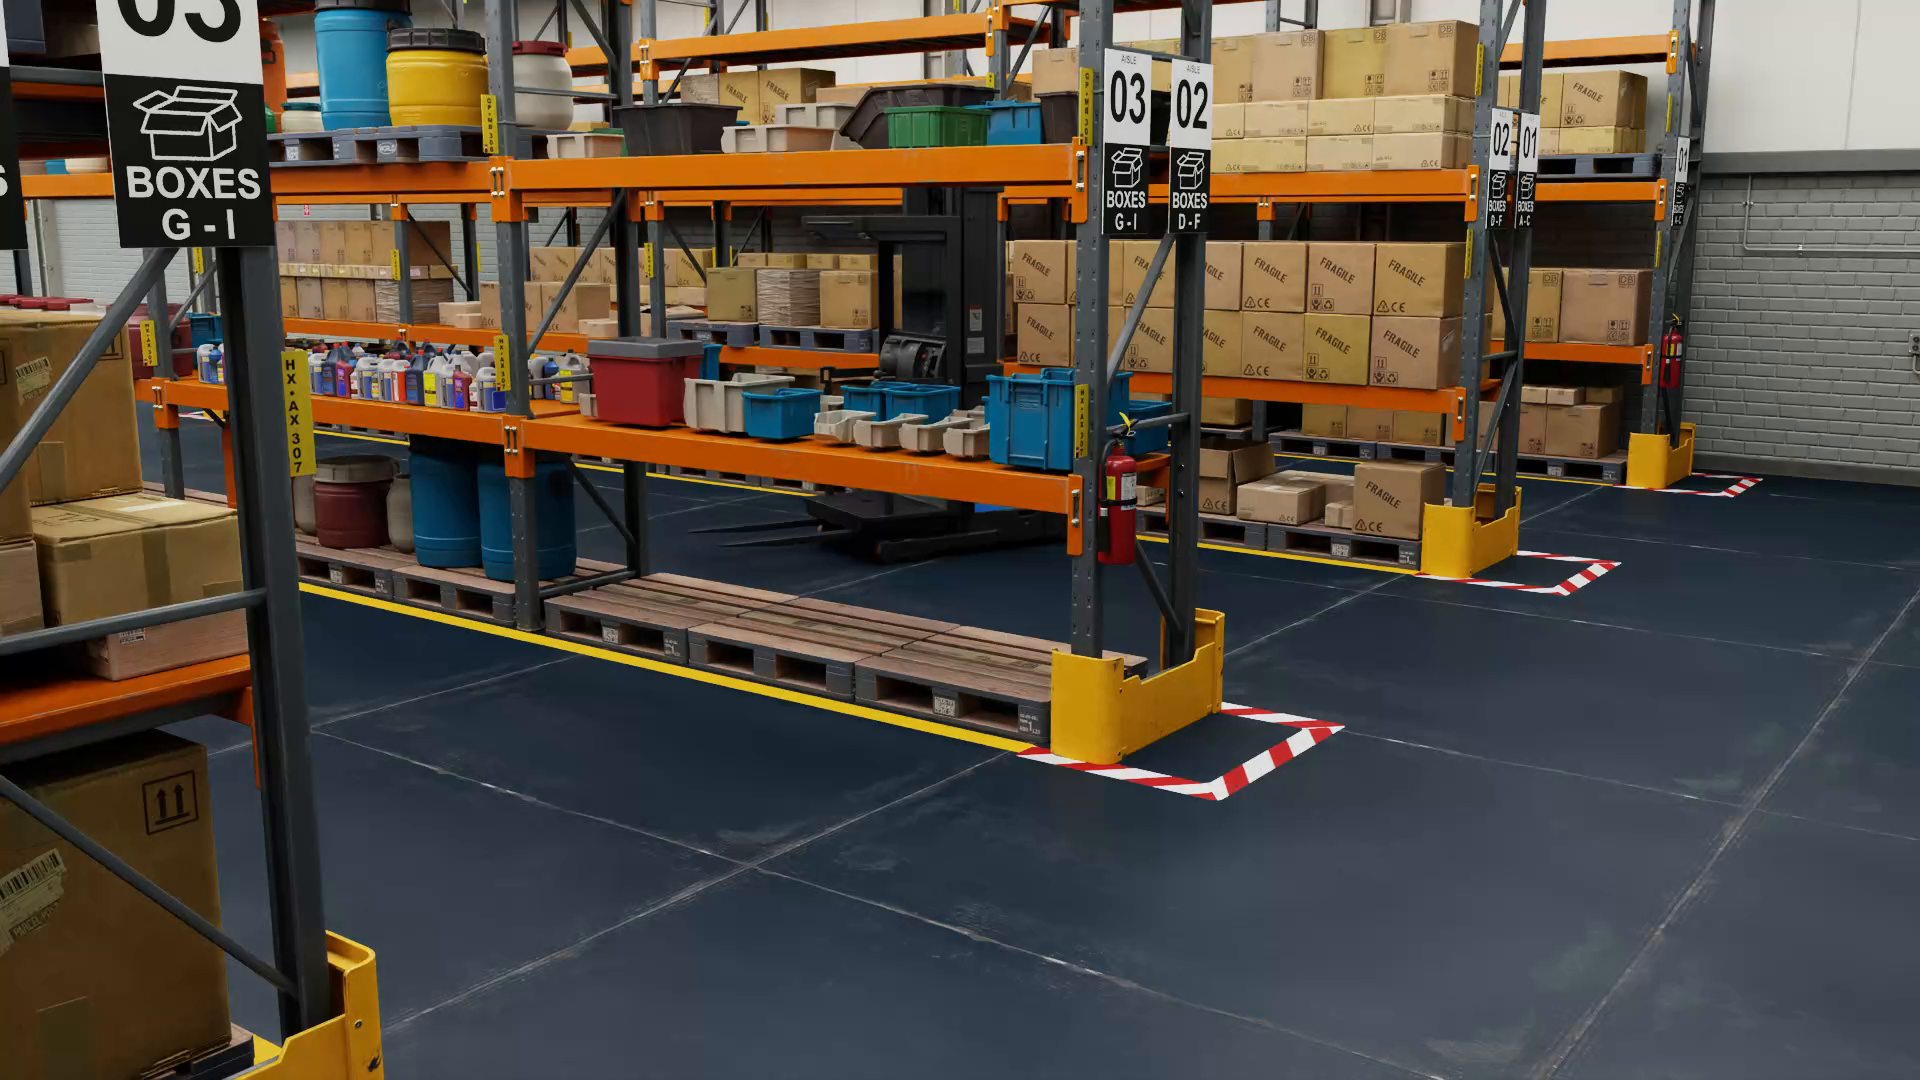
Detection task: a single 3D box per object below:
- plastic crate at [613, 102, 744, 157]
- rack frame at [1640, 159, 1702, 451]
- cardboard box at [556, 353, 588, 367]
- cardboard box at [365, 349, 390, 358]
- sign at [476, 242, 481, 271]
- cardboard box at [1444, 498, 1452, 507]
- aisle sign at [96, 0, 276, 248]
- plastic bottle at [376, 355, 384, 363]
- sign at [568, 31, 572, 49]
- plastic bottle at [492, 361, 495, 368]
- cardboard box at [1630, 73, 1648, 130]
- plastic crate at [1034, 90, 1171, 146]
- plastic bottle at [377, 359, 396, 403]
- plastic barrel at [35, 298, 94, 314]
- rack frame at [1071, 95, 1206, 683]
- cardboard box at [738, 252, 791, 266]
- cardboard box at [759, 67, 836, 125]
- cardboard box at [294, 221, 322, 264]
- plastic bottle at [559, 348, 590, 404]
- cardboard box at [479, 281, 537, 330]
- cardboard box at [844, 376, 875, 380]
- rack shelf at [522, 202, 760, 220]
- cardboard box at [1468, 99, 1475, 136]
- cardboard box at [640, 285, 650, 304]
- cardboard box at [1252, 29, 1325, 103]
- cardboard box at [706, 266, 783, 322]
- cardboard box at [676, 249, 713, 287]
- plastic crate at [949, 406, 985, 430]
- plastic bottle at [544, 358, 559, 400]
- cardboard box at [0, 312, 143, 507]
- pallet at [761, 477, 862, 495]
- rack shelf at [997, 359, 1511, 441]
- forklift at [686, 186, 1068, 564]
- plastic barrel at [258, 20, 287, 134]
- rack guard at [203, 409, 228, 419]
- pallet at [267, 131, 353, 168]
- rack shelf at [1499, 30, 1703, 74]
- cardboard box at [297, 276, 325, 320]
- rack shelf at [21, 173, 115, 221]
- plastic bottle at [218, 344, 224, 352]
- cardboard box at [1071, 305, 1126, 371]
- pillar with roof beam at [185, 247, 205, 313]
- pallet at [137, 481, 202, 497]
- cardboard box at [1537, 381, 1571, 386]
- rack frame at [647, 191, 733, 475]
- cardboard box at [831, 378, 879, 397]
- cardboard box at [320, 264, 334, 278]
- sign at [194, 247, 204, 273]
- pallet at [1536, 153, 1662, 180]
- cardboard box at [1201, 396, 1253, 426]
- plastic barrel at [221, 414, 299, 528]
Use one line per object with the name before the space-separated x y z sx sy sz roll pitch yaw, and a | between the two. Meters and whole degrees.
plastic crate | -1.526 -2.216 9.032 0.590 0.269 0.497 8 13 36
rack frame | 6.723 -2.056 15.758 0.127 3.000 1.000 8 13 36
cardboard box | -5.669 -2.659 24.797 0.500 0.311 0.500 6 13 29
cardboard box | -6.778 -1.947 19.356 0.500 0.500 0.500 8 13 36
sign | -5.565 -3.260 19.142 0.005 0.325 0.100 8 13 36
cardboard box | 3.660 -0.213 12.580 0.250 0.149 0.380 8 13 36
aisle sign | -1.837 -1.095 3.948 0.004 0.787 0.394 8 13 36
plastic bottle | -4.193 -1.242 12.077 0.097 0.201 0.097 0 11 0
sign | -5.828 -7.419 24.810 0.005 0.325 0.100 8 13 36
plastic bottle | -3.124 -1.138 11.321 0.133 0.283 0.061 8 13 36
cardboard box | 6.277 -4.197 15.982 0.500 0.500 0.500 7 13 33
plastic crate | 0.713 -2.033 8.090 0.590 0.269 0.497 8 13 36
plastic bottle | -3.684 -1.036 10.812 0.135 0.276 0.152 8 13 36
plastic barrel | -7.232 -1.683 13.472 0.433 0.535 0.433 0 11 0
rack frame | 0.859 -0.539 7.919 0.127 3.000 1.000 8 13 36
cardboard box | -2.559 -3.607 22.358 0.500 0.500 0.700 8 14 36
cardboard box | -1.484 -4.044 15.245 0.500 0.500 0.500 8 13 36
cardboard box | -7.453 -3.550 19.805 0.500 0.500 0.700 8 14 36
plastic bottle | -2.490 -1.058 10.732 0.185 0.351 0.144 8 13 36
cardboard box | -4.844 -2.547 18.035 0.500 0.500 0.500 9 14 40
cardboard box | -1.100 -2.144 21.638 0.500 0.500 0.700 8 13 35
rack shelf | -4.561 -4.749 23.678 4.000 0.370 1.077 8 13 36
cardboard box | 3.534 -3.039 12.023 0.500 0.250 0.500 8 13 36
cardboard box | -4.322 -3.459 23.356 0.500 0.250 0.500 8 13 35
cardboard box | 2.551 -3.474 12.296 0.500 0.500 0.700 8 13 36
cardboard box | -2.080 -2.398 16.159 0.500 0.500 0.700 3 11 17
cardboard box | -3.513 -3.715 22.703 0.500 0.500 0.500 8 13 35
plastic crate | 0.098 -0.642 8.988 0.298 0.136 0.250 8 13 36
plastic bottle | -2.698 -1.068 10.993 0.097 0.271 0.097 0 11 0
cardboard box | -2.703 -0.373 4.697 0.500 0.500 0.500 8 13 34
pallet | -1.096 -0.600 15.577 1.213 0.211 1.003 8 13 36
rack shelf | 2.182 -1.169 13.067 4.000 0.370 1.077 8 13 36
forklift | -0.537 -1.379 12.443 3.031 2.935 1.130 -6 13 -30
plastic barrel | -5.134 -3.264 11.870 0.708 0.830 0.600 8 13 36
rack guard | -9.122 -1.871 21.386 0.348 0.500 1.175 8 13 36
pallet | -3.971 -2.569 11.011 1.213 0.211 1.003 8 13 36
rack shelf | 5.111 -4.676 16.457 4.000 0.370 1.077 8 13 36
cardboard box | -7.484 -2.917 19.946 0.500 0.500 0.700 8 14 37
rack shelf | -7.201 -2.783 13.513 4.000 0.370 1.077 8 13 36
plastic bottle | -5.342 -1.303 12.193 0.135 0.276 0.152 8 13 36
cardboard box | 1.234 -1.640 13.344 0.500 0.500 0.500 8 14 37
pillar with roof beam | -17.317 -7.544 28.331 0.548 9.000 9.100 8 13 36
pallet | -7.170 -0.300 14.023 1.213 0.211 1.003 8 13 36
cardboard box | 5.910 -1.490 16.601 0.250 0.149 0.380 8 14 36
rack frame | -2.654 -2.196 16.485 0.127 3.000 1.000 8 13 36
cardboard box | -0.887 -1.364 15.631 0.500 0.250 0.500 8 13 34
cardboard box | -7.247 -3.154 19.466 0.250 0.149 0.380 8 14 37
sign | -9.436 -3.475 20.609 0.005 0.325 0.100 8 13 36
pallet | 6.119 -3.567 15.905 1.213 0.211 1.003 8 13 36
cardboard box | 2.898 -1.709 18.522 0.750 0.750 0.750 8 14 36
plastic barrel | -5.185 -0.527 12.463 0.708 0.830 0.600 8 13 36
